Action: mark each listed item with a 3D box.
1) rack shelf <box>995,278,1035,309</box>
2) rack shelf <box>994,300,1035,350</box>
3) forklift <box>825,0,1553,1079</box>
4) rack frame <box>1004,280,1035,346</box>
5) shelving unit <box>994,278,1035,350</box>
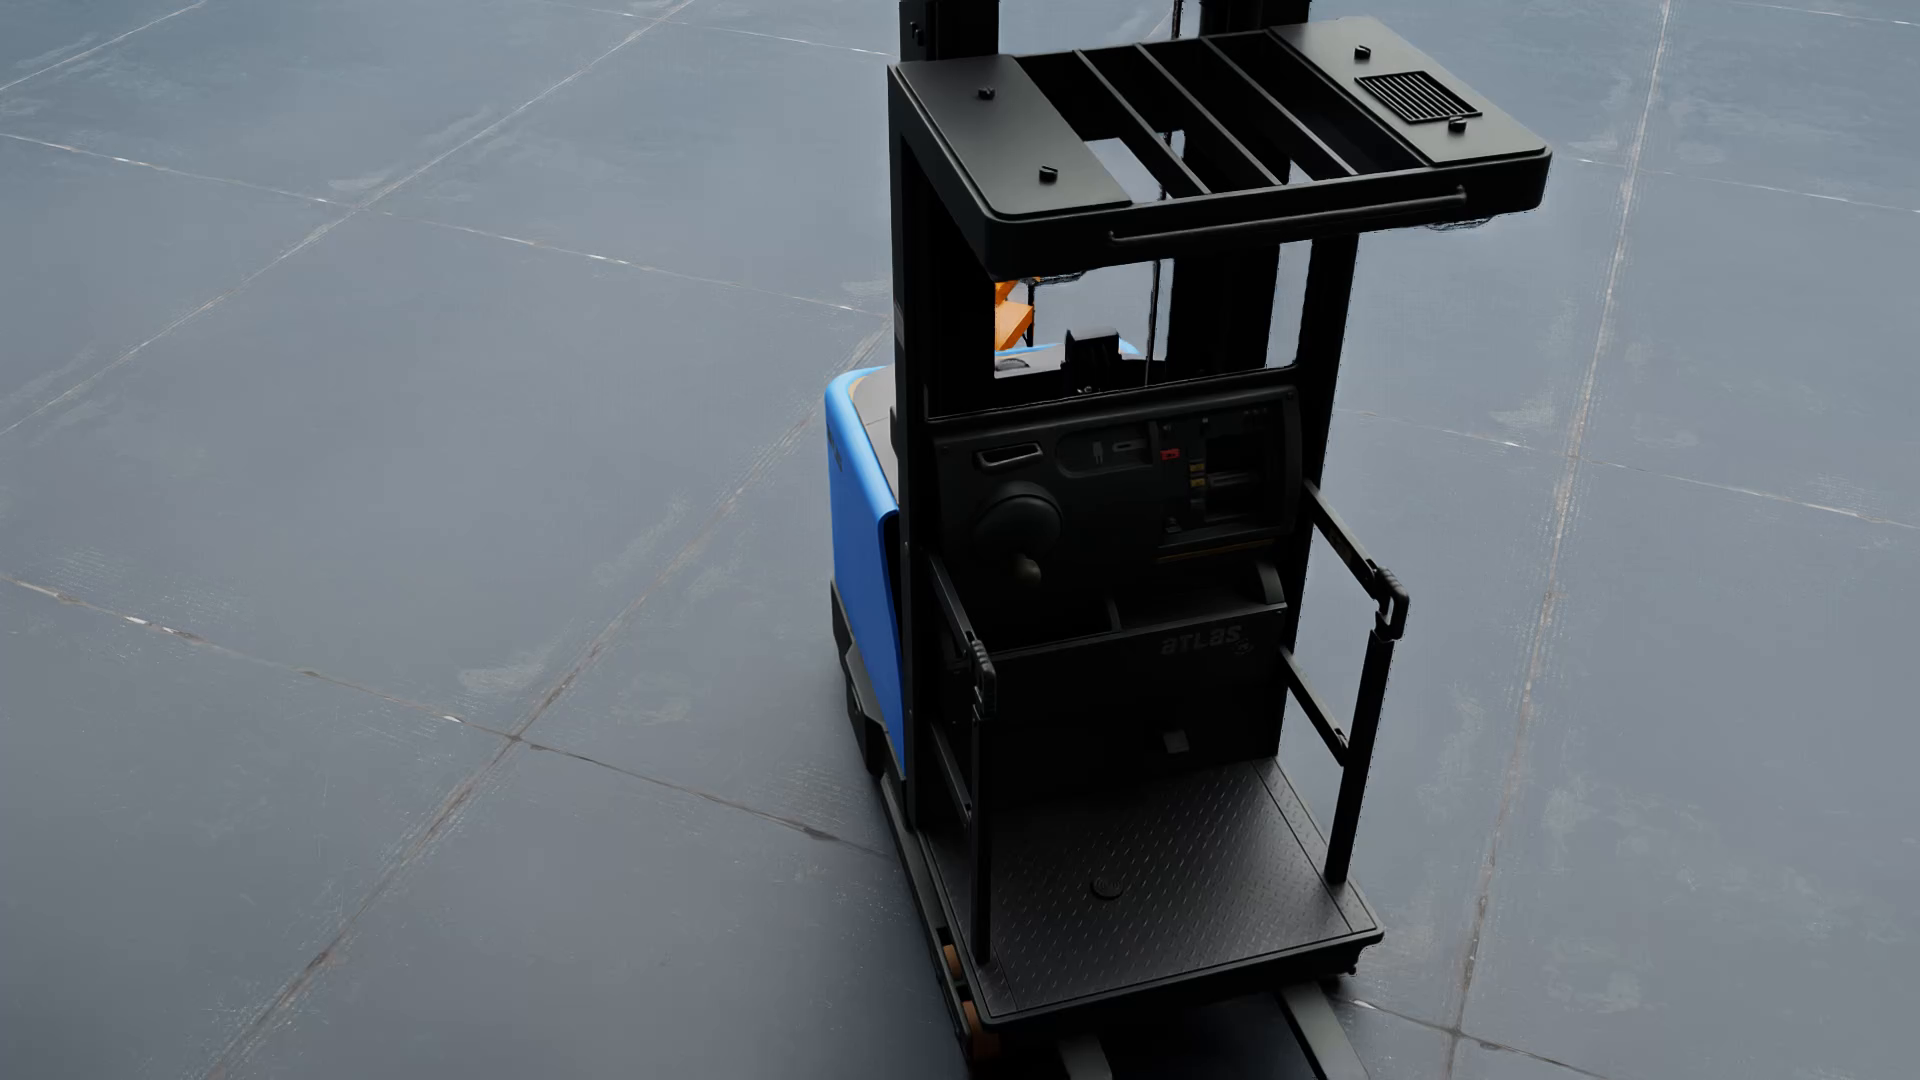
[{"bbox_3d":[0.063,-0.887,5.778,0.258,0.148,0.480,14,39,18],"label":"rack shelf"},{"bbox_3d":[0.063,-0.698,5.920,0.258,0.148,0.480,14,39,18],"label":"rack shelf"},{"bbox_3d":[0.455,-0.061,3.883,1.130,2.935,3.031,-10,38,-12],"label":"forklift"},{"bbox_3d":[0.156,-0.707,6.194,0.240,1.200,0.015,14,39,18],"label":"rack frame"},{"bbox_3d":[0.063,-0.572,6.013,0.258,1.200,0.503,14,39,18],"label":"shelving unit"}]
